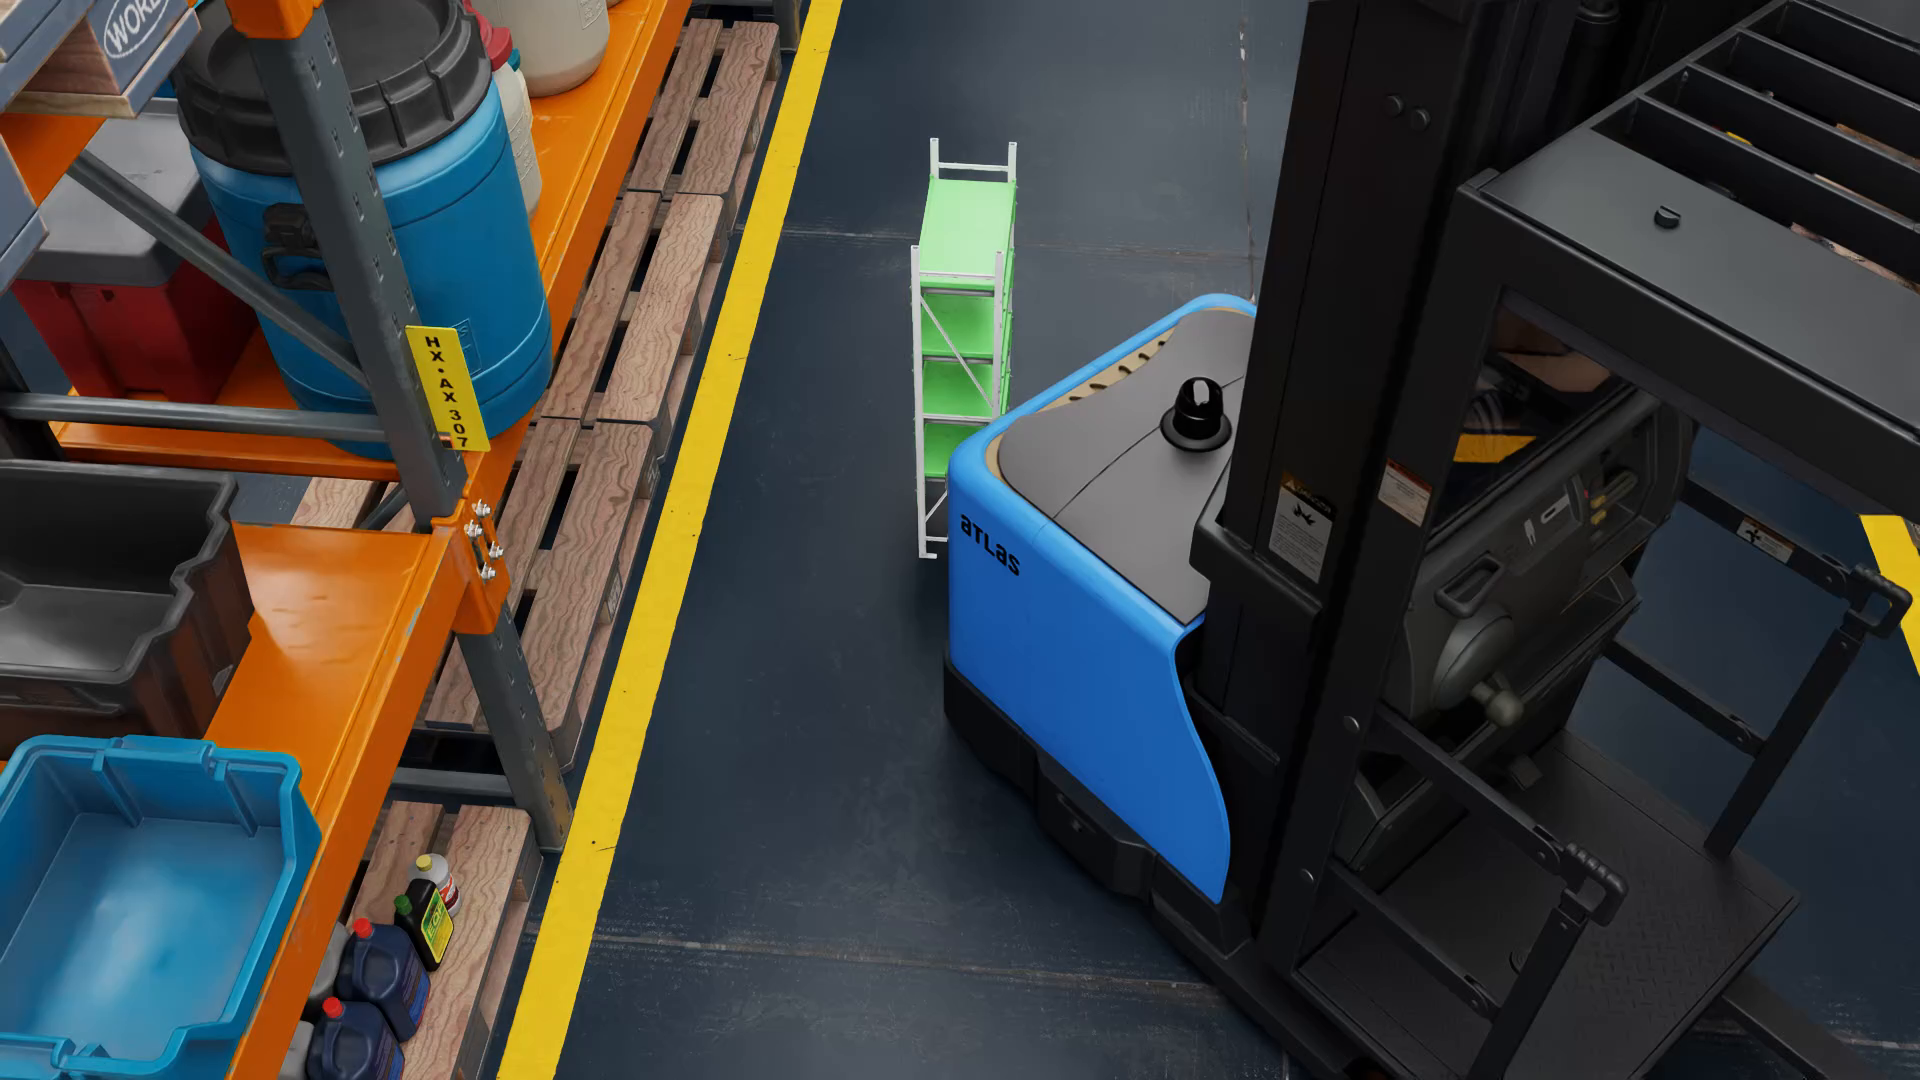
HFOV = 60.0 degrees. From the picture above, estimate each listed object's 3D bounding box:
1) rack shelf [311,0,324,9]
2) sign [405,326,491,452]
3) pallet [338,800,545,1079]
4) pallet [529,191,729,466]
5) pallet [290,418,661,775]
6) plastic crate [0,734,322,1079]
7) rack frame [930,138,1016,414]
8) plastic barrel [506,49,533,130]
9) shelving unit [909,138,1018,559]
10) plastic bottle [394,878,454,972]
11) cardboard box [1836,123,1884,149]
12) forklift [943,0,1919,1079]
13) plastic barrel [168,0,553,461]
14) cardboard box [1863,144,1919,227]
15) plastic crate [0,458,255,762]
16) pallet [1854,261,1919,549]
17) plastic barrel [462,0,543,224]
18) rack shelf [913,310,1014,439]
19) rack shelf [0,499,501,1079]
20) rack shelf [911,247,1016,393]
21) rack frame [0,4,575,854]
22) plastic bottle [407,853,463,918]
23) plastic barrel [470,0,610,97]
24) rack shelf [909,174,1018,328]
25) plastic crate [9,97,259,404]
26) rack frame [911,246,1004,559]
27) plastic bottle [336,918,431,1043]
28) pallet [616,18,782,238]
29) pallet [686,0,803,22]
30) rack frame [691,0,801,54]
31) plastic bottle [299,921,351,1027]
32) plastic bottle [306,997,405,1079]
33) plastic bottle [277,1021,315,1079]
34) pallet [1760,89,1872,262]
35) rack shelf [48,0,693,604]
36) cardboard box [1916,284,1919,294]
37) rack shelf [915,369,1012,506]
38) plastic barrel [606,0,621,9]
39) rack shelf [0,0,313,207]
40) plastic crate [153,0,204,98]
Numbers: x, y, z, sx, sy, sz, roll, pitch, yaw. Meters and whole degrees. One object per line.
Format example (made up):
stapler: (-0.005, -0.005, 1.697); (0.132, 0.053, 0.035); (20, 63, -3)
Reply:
rack shelf: (-1.378, -2.487, 3.947); (1.077, 0.370, 4.000); (4, 48, 4)
sign: (-1.014, -0.296, 3.301); (0.100, 0.325, 0.005); (4, 48, 4)
pallet: (-1.663, 1.184, 4.024); (1.003, 0.211, 1.213); (4, 48, 4)
pallet: (-1.419, -0.785, 5.825); (1.003, 0.211, 1.213); (4, 48, 4)
pallet: (-1.528, 0.114, 5.003); (1.003, 0.211, 1.213); (4, 48, 4)
plastic crate: (-1.391, 0.634, 2.738); (0.499, 0.251, 0.616); (4, 48, 4)
rack frame: (0.037, -0.706, 5.083); (0.240, 1.200, 0.015); (4, 48, 4)
plastic barrel: (-1.287, -1.163, 4.375); (0.301, 0.262, 0.301); (0, 48, 0)
shelving unit: (0.015, -0.527, 4.919); (0.258, 1.200, 0.503); (4, 48, 4)
plastic bottle: (-1.276, 0.896, 3.940); (0.061, 0.283, 0.133); (6, 48, 5)
cardboard box: (3.695, -1.665, 6.136); (0.700, 0.500, 0.500); (2, 48, 1)
forklift: (1.304, 0.106, 3.167); (1.130, 2.935, 3.031); (-33, 56, -26)
plastic barrel: (-1.224, -0.681, 3.500); (0.600, 0.901, 0.708); (4, 48, 4)
cardboard box: (3.657, -1.257, 5.763); (0.700, 0.500, 0.500); (0, 48, 0)
plastic crate: (-1.735, 0.149, 3.123); (0.767, 0.338, 0.504); (4, 48, 4)
pallet: (3.550, -0.445, 5.514); (1.003, 0.211, 1.213); (4, 48, 4)
plastic barrel: (-1.255, -0.982, 4.023); (0.433, 0.535, 0.433); (0, 48, 0)
rack shelf: (0.015, -0.483, 4.966); (0.258, 0.148, 0.480); (4, 48, 4)
rack shelf: (-1.743, 1.465, 2.365); (1.077, 0.370, 4.000); (4, 48, 4)
rack shelf: (0.015, -0.645, 4.789); (0.258, 0.148, 0.480); (4, 48, 4)
rack frame: (-1.561, -0.248, 3.444); (1.000, 3.000, 0.127); (4, 48, 4)
plastic bottle: (-1.283, 0.836, 4.051); (0.097, 0.201, 0.097); (0, 48, 0)
plastic barrel: (-1.188, -1.521, 4.516); (0.433, 0.535, 0.433); (0, 48, 0)
rack shelf: (0.015, -0.807, 4.611); (0.258, 0.148, 0.480); (4, 48, 4)
plastic crate: (-1.821, -0.646, 3.765); (0.402, 0.464, 0.583); (4, 48, 4)
rack frame: (-0.007, -0.347, 4.755); (0.240, 1.200, 0.015); (4, 48, 4)
plastic bottle: (-1.332, 0.990, 3.808); (0.144, 0.351, 0.185); (3, 48, 2)
pallet: (-1.305, -1.679, 6.643); (1.003, 0.211, 1.213); (4, 48, 4)
pallet: (-1.166, -2.828, 7.694); (1.003, 0.211, 1.213); (4, 48, 4)
rack frame: (-1.196, -3.187, 6.132); (1.000, 3.000, 0.127); (4, 48, 4)
plastic bottle: (-1.476, 0.981, 3.817); (0.144, 0.351, 0.185); (4, 48, 4)
plastic bottle: (-1.350, 1.131, 3.679); (0.144, 0.351, 0.185); (2, 48, 2)
plastic bottle: (-1.500, 1.165, 3.699); (0.152, 0.276, 0.135); (4, 48, 4)
pallet: (3.664, -1.339, 6.331); (1.003, 0.211, 1.213); (4, 48, 4)
rack shelf: (-1.378, -1.475, 5.054); (1.077, 0.370, 4.000); (4, 48, 4)
cardboard box: (3.612, -0.840, 5.381); (0.700, 0.500, 0.500); (7, 48, 7)
rack shelf: (0.015, -0.321, 5.143); (0.258, 0.148, 0.480); (4, 48, 4)
plastic barrel: (-1.149, -1.839, 4.807); (0.433, 0.535, 0.433); (0, 48, 0)
rack shelf: (-1.743, 0.452, 1.258); (1.077, 0.370, 4.000); (4, 48, 4)
plastic crate: (-1.770, -1.074, 4.210); (0.392, 0.384, 0.575); (4, 48, 4)
